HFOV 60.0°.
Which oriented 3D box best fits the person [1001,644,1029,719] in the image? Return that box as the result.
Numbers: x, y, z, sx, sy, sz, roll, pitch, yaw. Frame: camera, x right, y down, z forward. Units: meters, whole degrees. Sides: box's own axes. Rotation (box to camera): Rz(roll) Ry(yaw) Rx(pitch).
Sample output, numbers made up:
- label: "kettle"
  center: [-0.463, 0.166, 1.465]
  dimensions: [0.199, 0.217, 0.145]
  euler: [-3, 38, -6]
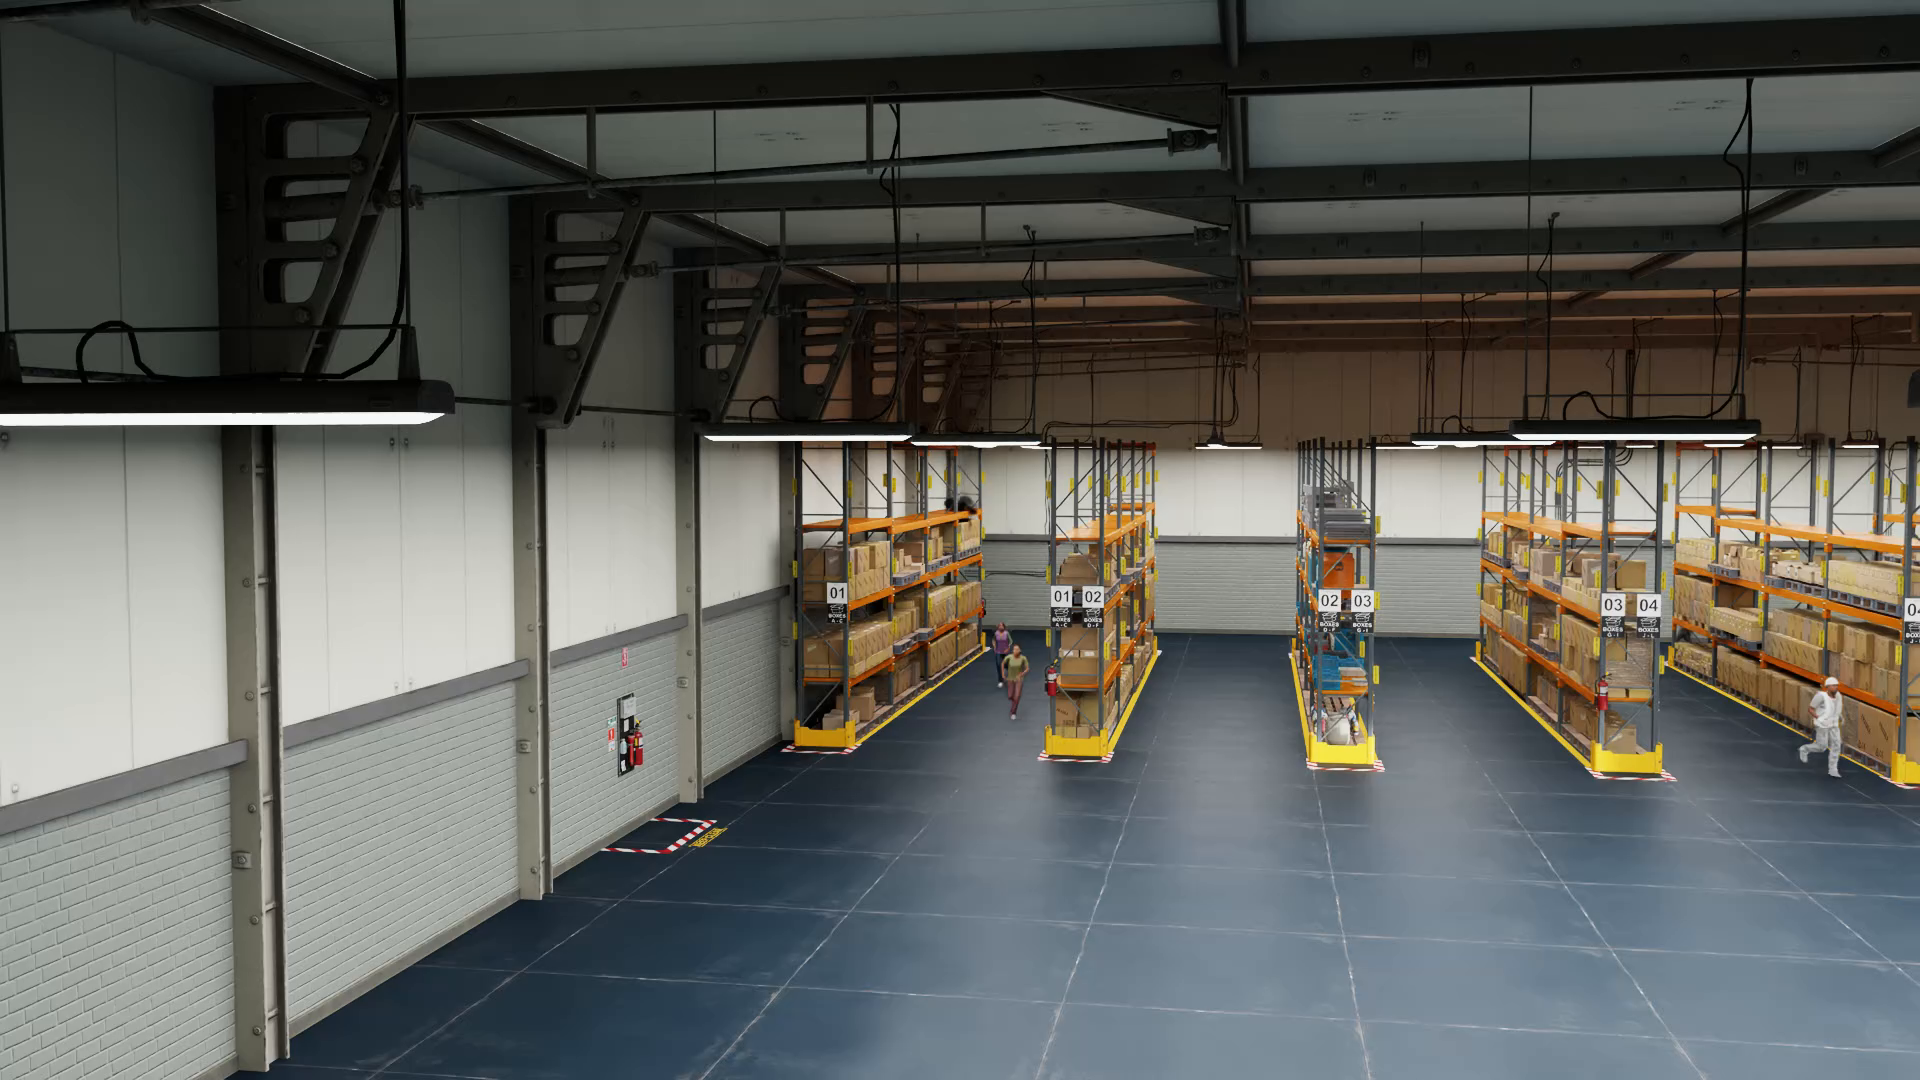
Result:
- label: "person"
  center: [1.189, 3.037, 35.830]
  dimensions: [0.617, 1.621, 0.649]
  euler: [0, 3, 8]

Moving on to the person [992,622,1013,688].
- label: "person"
  center: [1.038, 2.804, 40.871]
  dimensions: [0.520, 1.569, 0.920]
  euler: [0, 3, 2]

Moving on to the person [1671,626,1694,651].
- label: "person"
  center: [20.005, 2.518, 45.838]
  dimensions: [0.773, 1.644, 0.720]
  euler: [1, 3, 24]

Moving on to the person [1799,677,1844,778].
- label: "person"
  center: [15.375, 3.296, 29.554]
  dimensions: [0.701, 1.752, 0.949]
  euler: [-1, 3, -17]
